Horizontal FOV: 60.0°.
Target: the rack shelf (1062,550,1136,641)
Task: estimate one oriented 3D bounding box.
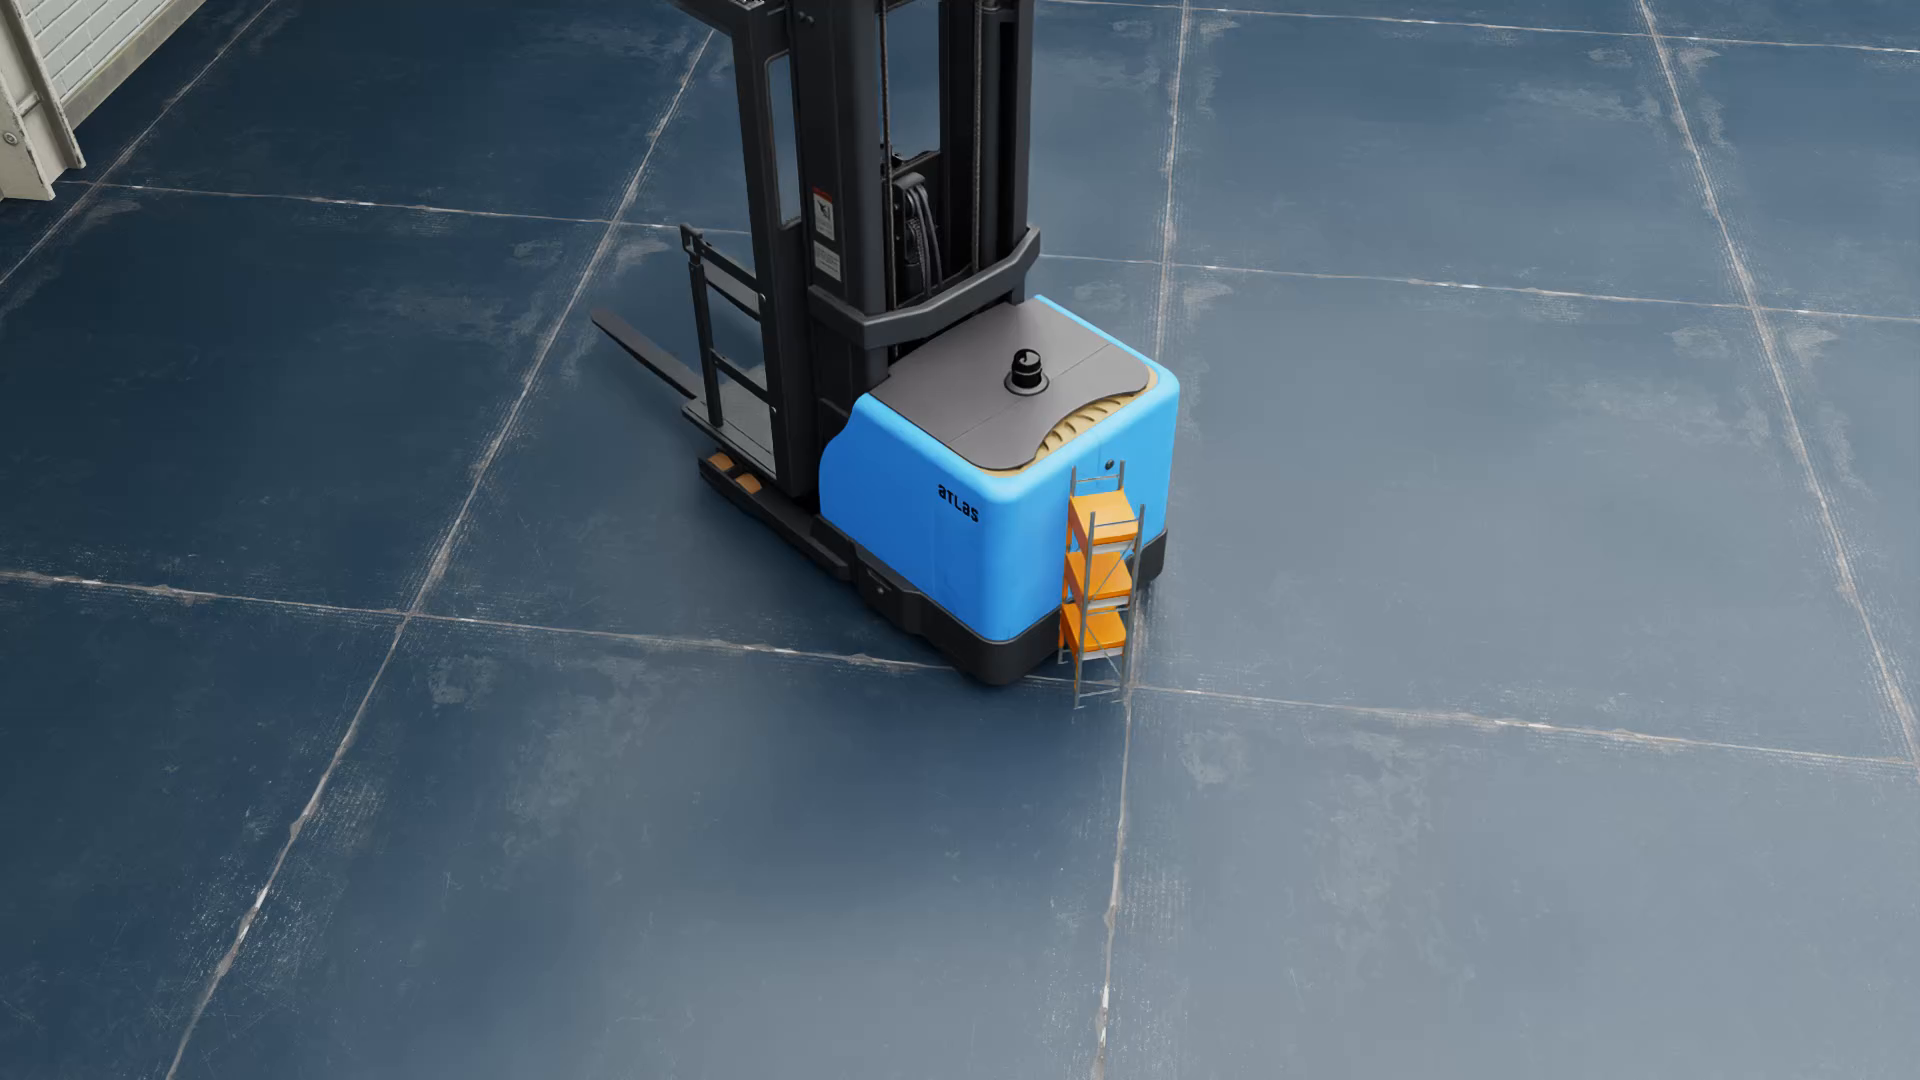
[{"bbox_3d":[0.523,0.195,6.294,0.215,0.259,0.240,-8,44,-10],"label":"rack shelf"}]

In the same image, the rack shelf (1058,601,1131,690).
[{"bbox_3d":[0.521,0.397,6.485,0.215,0.259,0.240,-8,44,-10],"label":"rack shelf"}]

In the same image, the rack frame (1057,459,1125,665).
[{"bbox_3d":[0.496,0.106,6.373,0.200,1.050,0.008,-8,44,-10],"label":"rack frame"}]

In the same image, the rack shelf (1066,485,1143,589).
[{"bbox_3d":[0.526,-0.011,6.100,0.215,0.259,0.240,-8,44,-10],"label":"rack shelf"}]

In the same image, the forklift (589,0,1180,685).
[{"bbox_3d":[-0.521,-1.412,6.609,1.130,2.935,3.031,-33,53,-30],"label":"forklift"}]

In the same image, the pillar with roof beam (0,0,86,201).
[{"bbox_3d":[-0.914,-4.912,5.892,9.100,9.000,0.400,5,44,6],"label":"pillar with roof beam"}]

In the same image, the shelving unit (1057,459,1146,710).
[{"bbox_3d":[0.524,0.187,6.287,0.215,1.050,0.252,-8,44,-10],"label":"shelving unit"}]

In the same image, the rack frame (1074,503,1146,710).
[{"bbox_3d":[0.551,0.269,6.201,0.200,1.050,0.008,-8,44,-10],"label":"rack frame"}]
